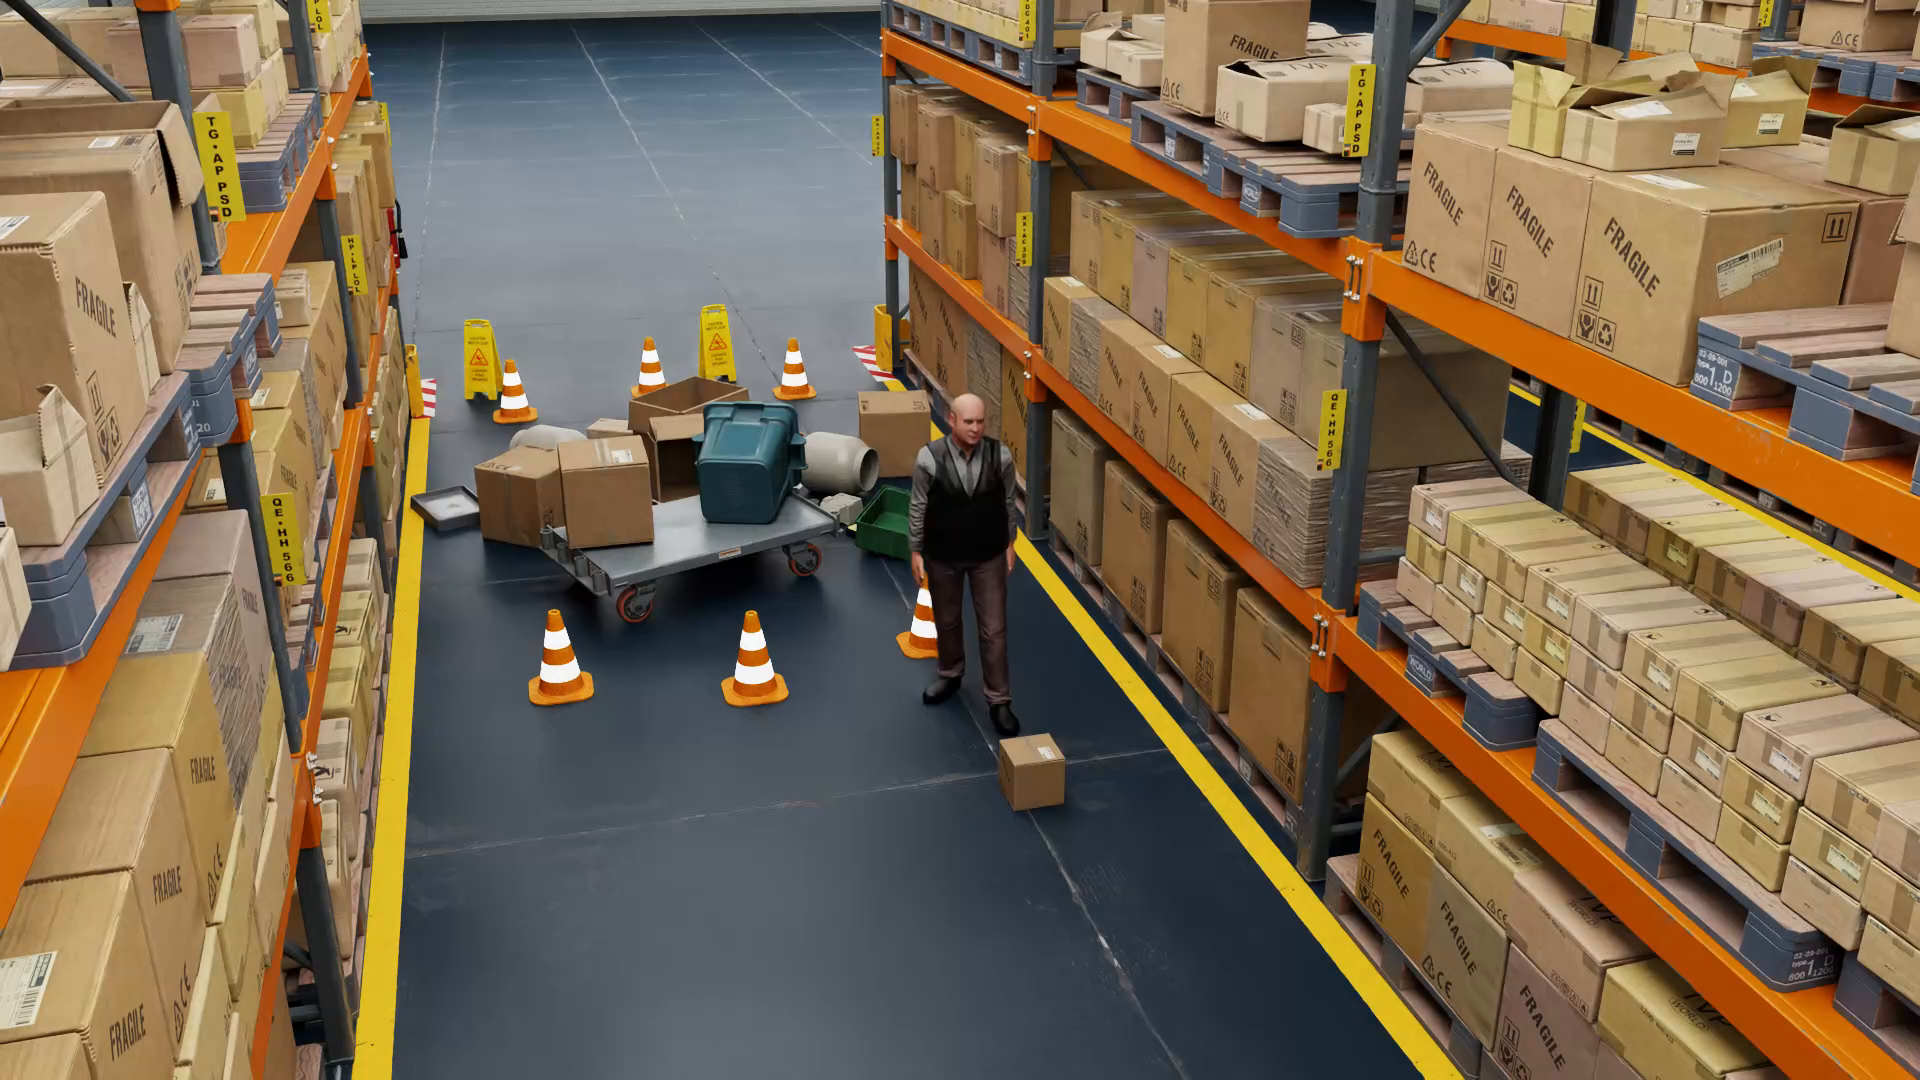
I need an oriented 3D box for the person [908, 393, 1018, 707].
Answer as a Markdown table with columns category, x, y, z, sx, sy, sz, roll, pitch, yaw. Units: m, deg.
| category | x | y | z | sx | sy | sz | roll | pitch | yaw |
| --- | --- | --- | --- | --- | --- | --- | --- | --- | --- |
| person | 0.016 | 0.091 | 8.453 | 0.563 | 1.568 | 0.501 | -1 | 23 | -3 |
